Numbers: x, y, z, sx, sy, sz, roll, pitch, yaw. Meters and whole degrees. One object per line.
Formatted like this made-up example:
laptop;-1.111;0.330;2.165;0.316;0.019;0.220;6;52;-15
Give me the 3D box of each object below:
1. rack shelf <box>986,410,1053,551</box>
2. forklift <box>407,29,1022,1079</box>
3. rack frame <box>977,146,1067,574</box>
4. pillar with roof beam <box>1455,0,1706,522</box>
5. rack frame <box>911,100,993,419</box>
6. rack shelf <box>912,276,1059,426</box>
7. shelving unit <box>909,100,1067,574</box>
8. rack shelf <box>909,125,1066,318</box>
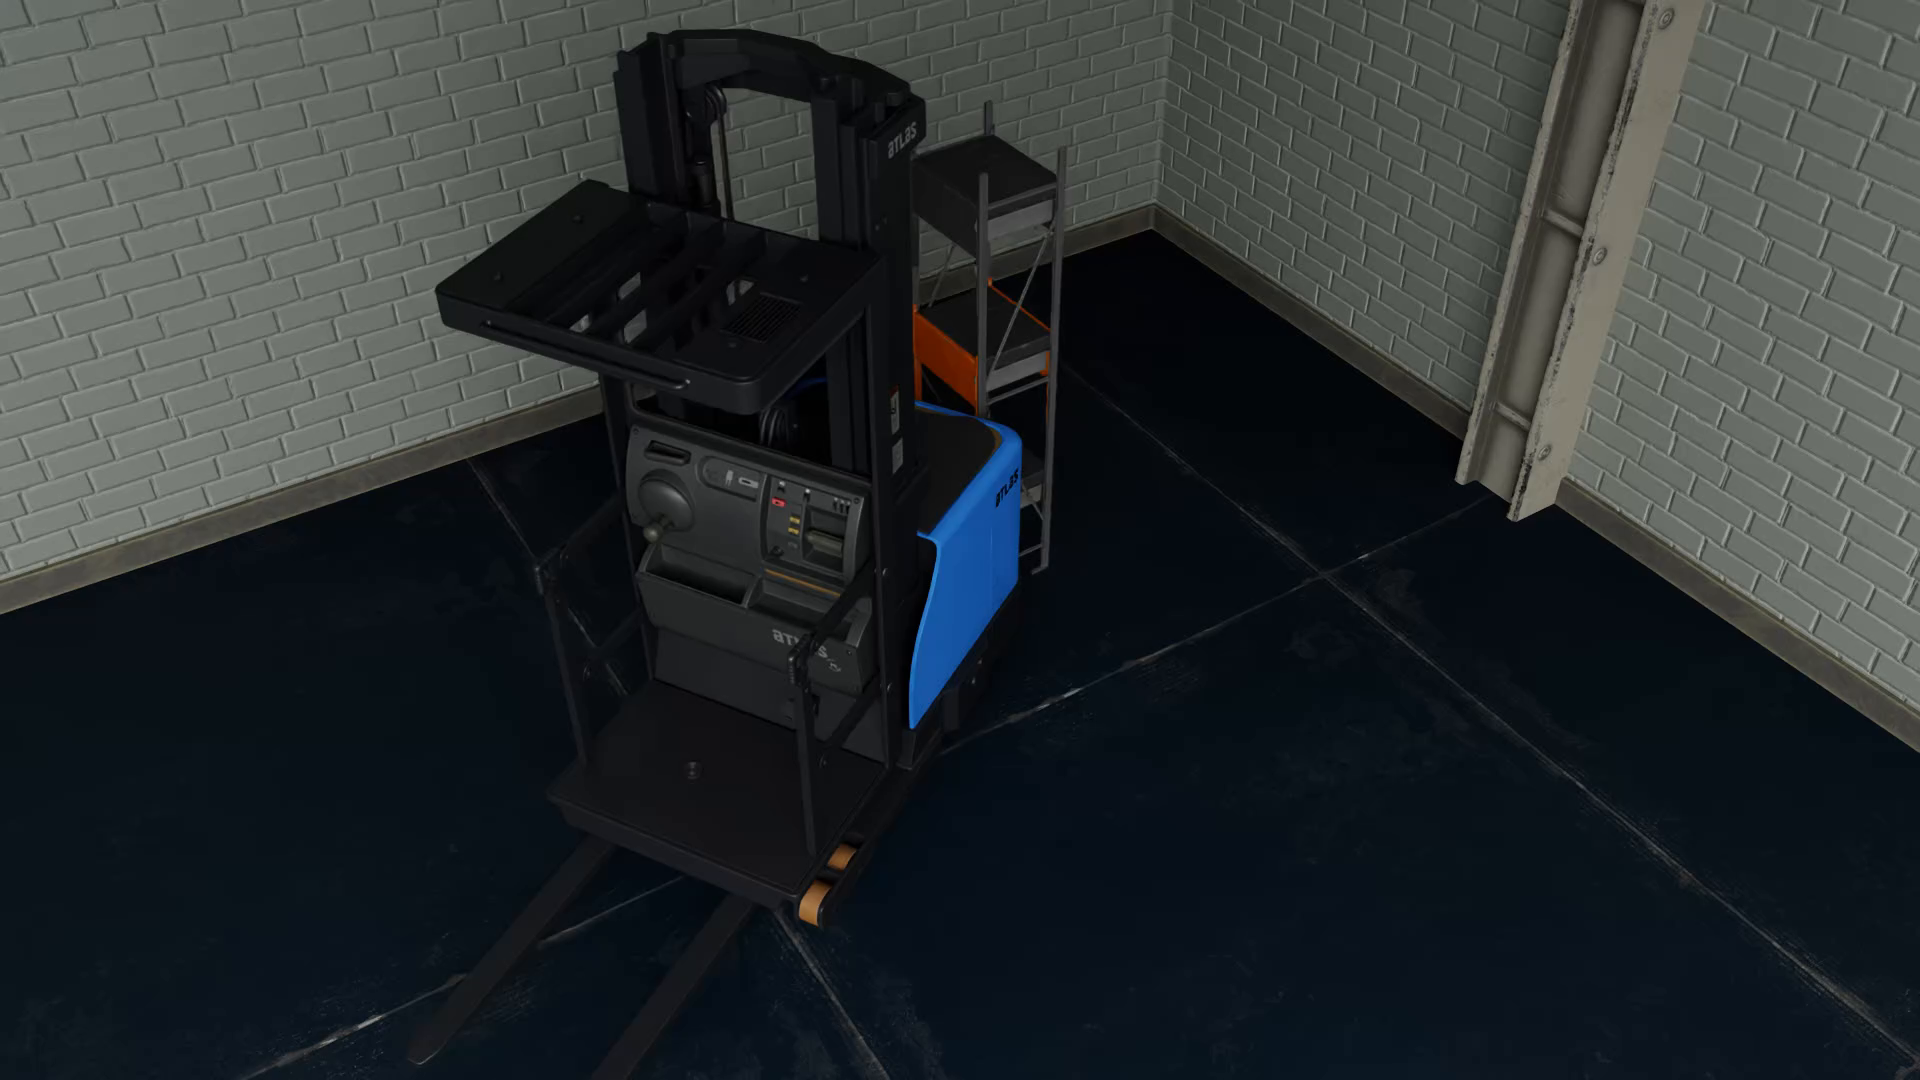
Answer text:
rack shelf;0.100;-0.196;7.520;0.431;0.518;0.480;-24;45;-26
forklift;-0.840;-0.037;5.565;1.130;2.935;3.031;18;43;20
rack frame;0.238;-0.616;6.909;0.400;2.100;0.015;-24;45;-26
pillar with roof beam;-0.968;-2.220;3.445;9.100;9.000;0.400;-22;45;-24
rack frame;-0.037;-0.874;7.219;0.400;2.100;0.015;-24;45;-26
rack shelf;0.100;-0.735;7.073;0.431;0.518;0.480;-24;45;-26
shelving unit;0.100;-0.745;7.064;0.431;2.100;0.503;-24;45;-26
rack shelf;0.100;-1.273;6.625;0.431;0.518;0.480;-24;45;-26
